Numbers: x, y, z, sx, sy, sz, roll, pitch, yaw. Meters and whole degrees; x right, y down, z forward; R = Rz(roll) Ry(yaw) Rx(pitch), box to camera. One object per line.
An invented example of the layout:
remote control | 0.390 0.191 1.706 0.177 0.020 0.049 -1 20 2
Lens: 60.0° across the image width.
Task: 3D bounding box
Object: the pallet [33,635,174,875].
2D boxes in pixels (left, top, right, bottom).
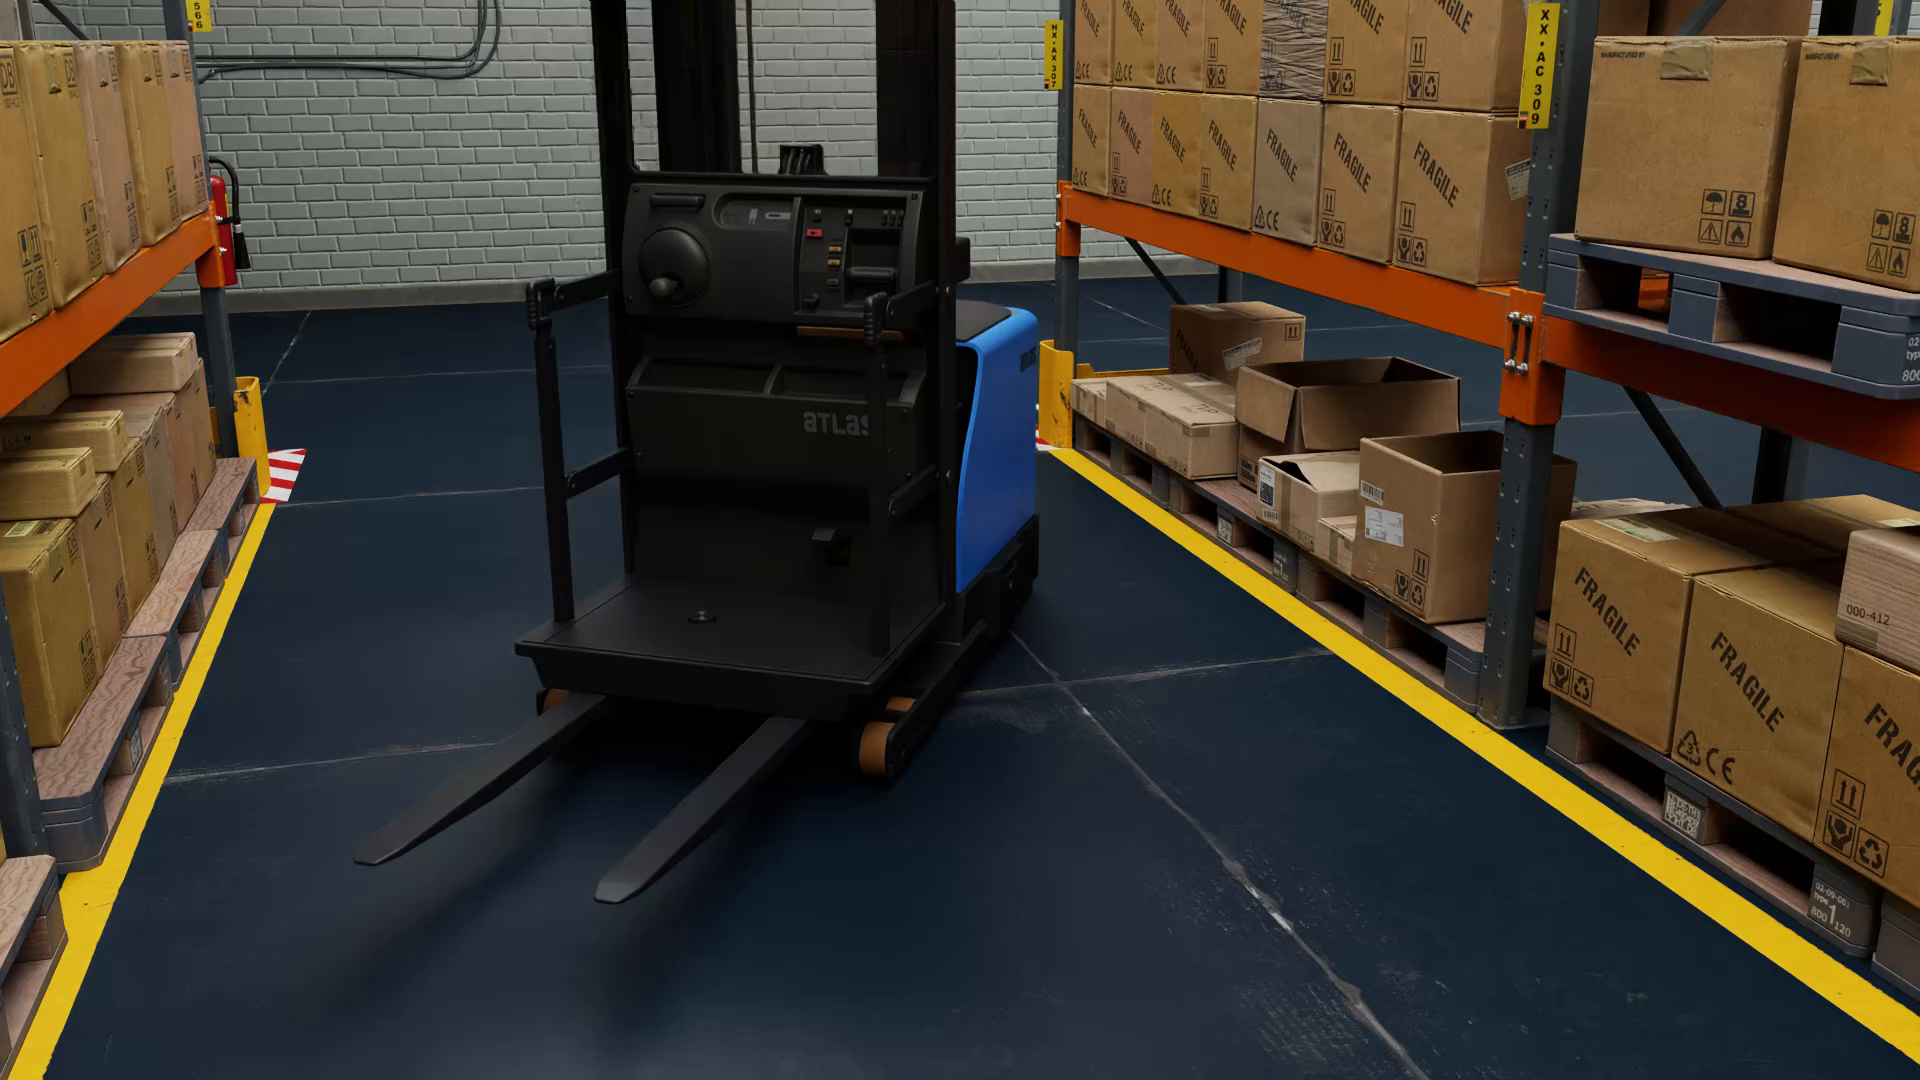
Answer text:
pallet | -2.811 0.603 4.578 1.003 0.211 1.213 -5 17 -15

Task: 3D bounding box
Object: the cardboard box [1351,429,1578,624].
cardboard box | 1.656 -0.057 5.510 0.500 0.500 0.500 -5 17 -15

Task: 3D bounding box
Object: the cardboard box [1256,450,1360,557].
cardboard box | 1.450 -0.174 6.228 0.500 0.311 0.500 -5 17 -15

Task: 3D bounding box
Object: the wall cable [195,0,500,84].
wall cable | -4.987 -4.601 12.026 3.097 2.526 0.112 -5 17 -15

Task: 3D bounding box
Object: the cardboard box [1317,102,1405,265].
cardboard box | 1.558 -1.217 5.616 0.500 0.500 0.500 -4 17 -14

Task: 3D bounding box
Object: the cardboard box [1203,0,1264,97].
cardboard box | 1.278 -1.975 6.402 0.500 0.500 0.500 -5 17 -16

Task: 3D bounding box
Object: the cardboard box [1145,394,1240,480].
cardboard box | 1.137 -0.460 7.283 0.500 0.250 0.500 -5 17 -15

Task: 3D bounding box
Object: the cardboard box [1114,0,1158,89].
cardboard box | 1.005 -2.254 7.331 0.500 0.500 0.500 -5 17 -15

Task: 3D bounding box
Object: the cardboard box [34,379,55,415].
cardboard box | -3.435 -0.491 5.859 0.380 0.149 0.250 -4 17 -14

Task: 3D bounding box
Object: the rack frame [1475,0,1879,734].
rack frame | 2.085 -0.909 4.763 1.000 3.000 0.127 -5 17 -15

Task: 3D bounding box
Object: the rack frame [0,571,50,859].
rack frame | -2.677 -0.516 3.456 1.000 3.000 0.127 -5 17 -15

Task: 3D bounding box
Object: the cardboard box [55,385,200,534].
cardboard box | -3.350 -0.302 6.360 0.700 0.500 0.500 -5 17 -15

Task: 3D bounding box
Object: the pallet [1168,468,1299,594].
pallet | 1.558 -0.101 6.923 1.003 0.211 1.213 -5 17 -15

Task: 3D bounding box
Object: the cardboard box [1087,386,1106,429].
cardboard box | 0.839 -0.657 8.085 0.380 0.166 0.250 -5 17 -15

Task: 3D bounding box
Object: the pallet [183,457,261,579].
pallet | -3.481 -0.072 6.825 1.003 0.211 1.213 -5 17 -15

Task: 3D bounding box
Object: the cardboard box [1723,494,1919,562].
cardboard box | 2.496 0.192 4.681 0.500 0.500 0.500 -5 17 -16

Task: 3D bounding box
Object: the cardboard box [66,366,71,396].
cardboard box | -3.574 -0.630 6.323 0.380 0.149 0.250 -5 17 -15

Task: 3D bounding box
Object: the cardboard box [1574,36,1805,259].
cardboard box | 2.000 -1.009 4.194 0.700 0.500 0.500 -12 20 -34

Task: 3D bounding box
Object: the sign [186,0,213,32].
sign | -3.251 -2.330 7.069 0.100 0.325 0.005 -5 17 -15

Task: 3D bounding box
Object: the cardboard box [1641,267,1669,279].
cardboard box | 2.207 -1.119 5.290 0.500 0.500 0.500 -4 17 -14

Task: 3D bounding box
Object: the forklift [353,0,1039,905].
forklift | -0.619 -0.854 4.699 1.130 2.935 3.031 5 17 16

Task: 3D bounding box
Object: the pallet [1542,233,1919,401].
pallet | 2.200 -0.587 4.026 1.003 0.211 1.213 -5 17 -15

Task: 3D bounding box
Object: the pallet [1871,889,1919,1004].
pallet | 2.684 0.987 3.300 1.003 0.211 1.213 -5 17 -15

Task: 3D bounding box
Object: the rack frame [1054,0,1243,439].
rack frame | 0.986 -2.015 8.447 1.000 3.000 0.127 -5 17 -15

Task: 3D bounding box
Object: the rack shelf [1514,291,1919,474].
rack shelf | 2.635 -0.011 3.025 1.077 0.370 4.000 -5 17 -15

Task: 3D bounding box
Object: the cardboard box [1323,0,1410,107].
cardboard box | 1.554 -1.696 5.474 0.500 0.500 0.500 -5 17 -16

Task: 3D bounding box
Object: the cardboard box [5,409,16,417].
cardboard box | -3.295 -0.350 5.389 0.380 0.149 0.250 -5 17 -16

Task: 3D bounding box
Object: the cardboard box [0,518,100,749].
cardboard box | -2.784 0.265 4.471 0.700 0.500 0.500 -4 17 -15

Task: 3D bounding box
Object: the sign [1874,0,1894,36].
sign | 2.618 -1.508 4.746 0.100 0.325 0.005 -5 17 -15

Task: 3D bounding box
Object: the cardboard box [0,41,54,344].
cardboard box | -2.810 -0.811 3.917 0.980 0.700 0.700 -4 17 -14

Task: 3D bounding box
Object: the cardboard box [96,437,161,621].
cardboard box | -3.058 -0.016 5.408 0.700 0.500 0.500 -4 17 -14

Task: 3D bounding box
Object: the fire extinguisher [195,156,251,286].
fire extinguisher | -3.374 -1.485 7.465 0.296 0.674 0.183 -5 17 -15

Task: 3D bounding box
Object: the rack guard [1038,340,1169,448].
rack guard | 1.007 -0.797 8.736 1.175 0.500 0.348 -5 17 -15

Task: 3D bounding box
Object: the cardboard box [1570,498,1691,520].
cardboard box | 2.178 0.035 5.530 0.500 0.311 0.500 -5 17 -15

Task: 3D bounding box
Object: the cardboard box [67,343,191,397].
cardboard box | -3.206 -0.660 6.422 0.380 0.149 0.250 -4 17 -14

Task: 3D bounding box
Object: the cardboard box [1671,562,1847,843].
cardboard box | 2.141 0.377 4.062 0.500 0.500 0.500 -4 17 -14

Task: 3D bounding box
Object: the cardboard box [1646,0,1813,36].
cardboard box | 2.226 -1.588 5.113 0.500 0.500 0.500 -4 17 -14

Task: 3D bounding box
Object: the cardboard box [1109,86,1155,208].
cardboard box | 1.001 -1.777 7.481 0.500 0.500 0.500 -5 17 -16

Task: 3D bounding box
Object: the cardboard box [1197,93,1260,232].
cardboard box | 1.272 -1.500 6.557 0.500 0.500 0.500 -4 17 -15

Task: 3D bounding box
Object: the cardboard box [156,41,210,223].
cardboard box | -3.626 -1.626 6.629 0.980 0.700 0.700 -4 17 -13

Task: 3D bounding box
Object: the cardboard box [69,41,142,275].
cardboard box | -3.215 -1.214 5.258 0.980 0.700 0.700 -6 18 -18

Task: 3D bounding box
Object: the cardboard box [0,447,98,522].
cardboard box | -2.703 -0.155 4.741 0.380 0.149 0.250 -4 17 -13
